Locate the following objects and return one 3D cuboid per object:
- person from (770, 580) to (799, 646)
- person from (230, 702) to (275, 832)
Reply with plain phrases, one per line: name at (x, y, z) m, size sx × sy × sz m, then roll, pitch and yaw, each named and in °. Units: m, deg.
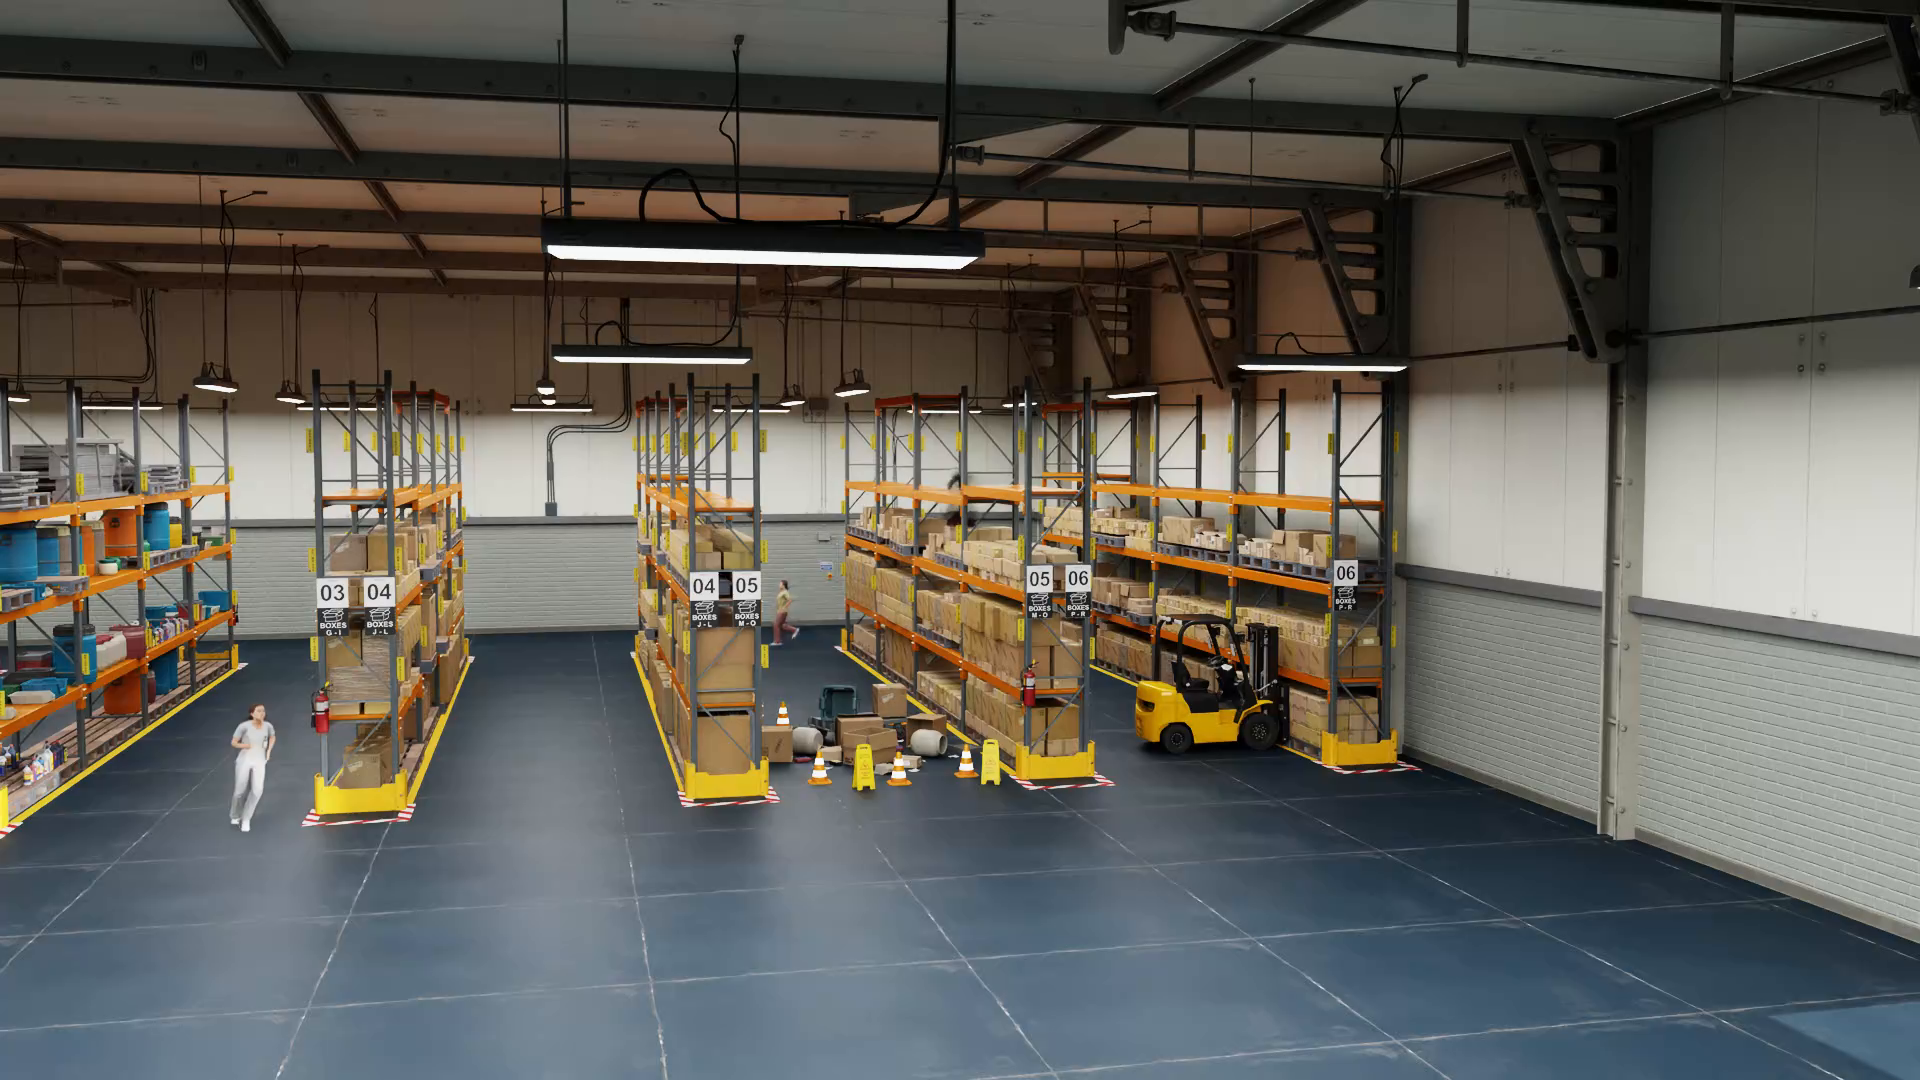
person at (-4.359, 1.806, 41.316) m, size 0.736 × 1.637 × 0.591 m, roll -1°, pitch 3°, yaw -15°
person at (-9.182, 2.940, 21.655) m, size 0.575 × 1.668 × 0.670 m, roll -2°, pitch 4°, yaw -32°
